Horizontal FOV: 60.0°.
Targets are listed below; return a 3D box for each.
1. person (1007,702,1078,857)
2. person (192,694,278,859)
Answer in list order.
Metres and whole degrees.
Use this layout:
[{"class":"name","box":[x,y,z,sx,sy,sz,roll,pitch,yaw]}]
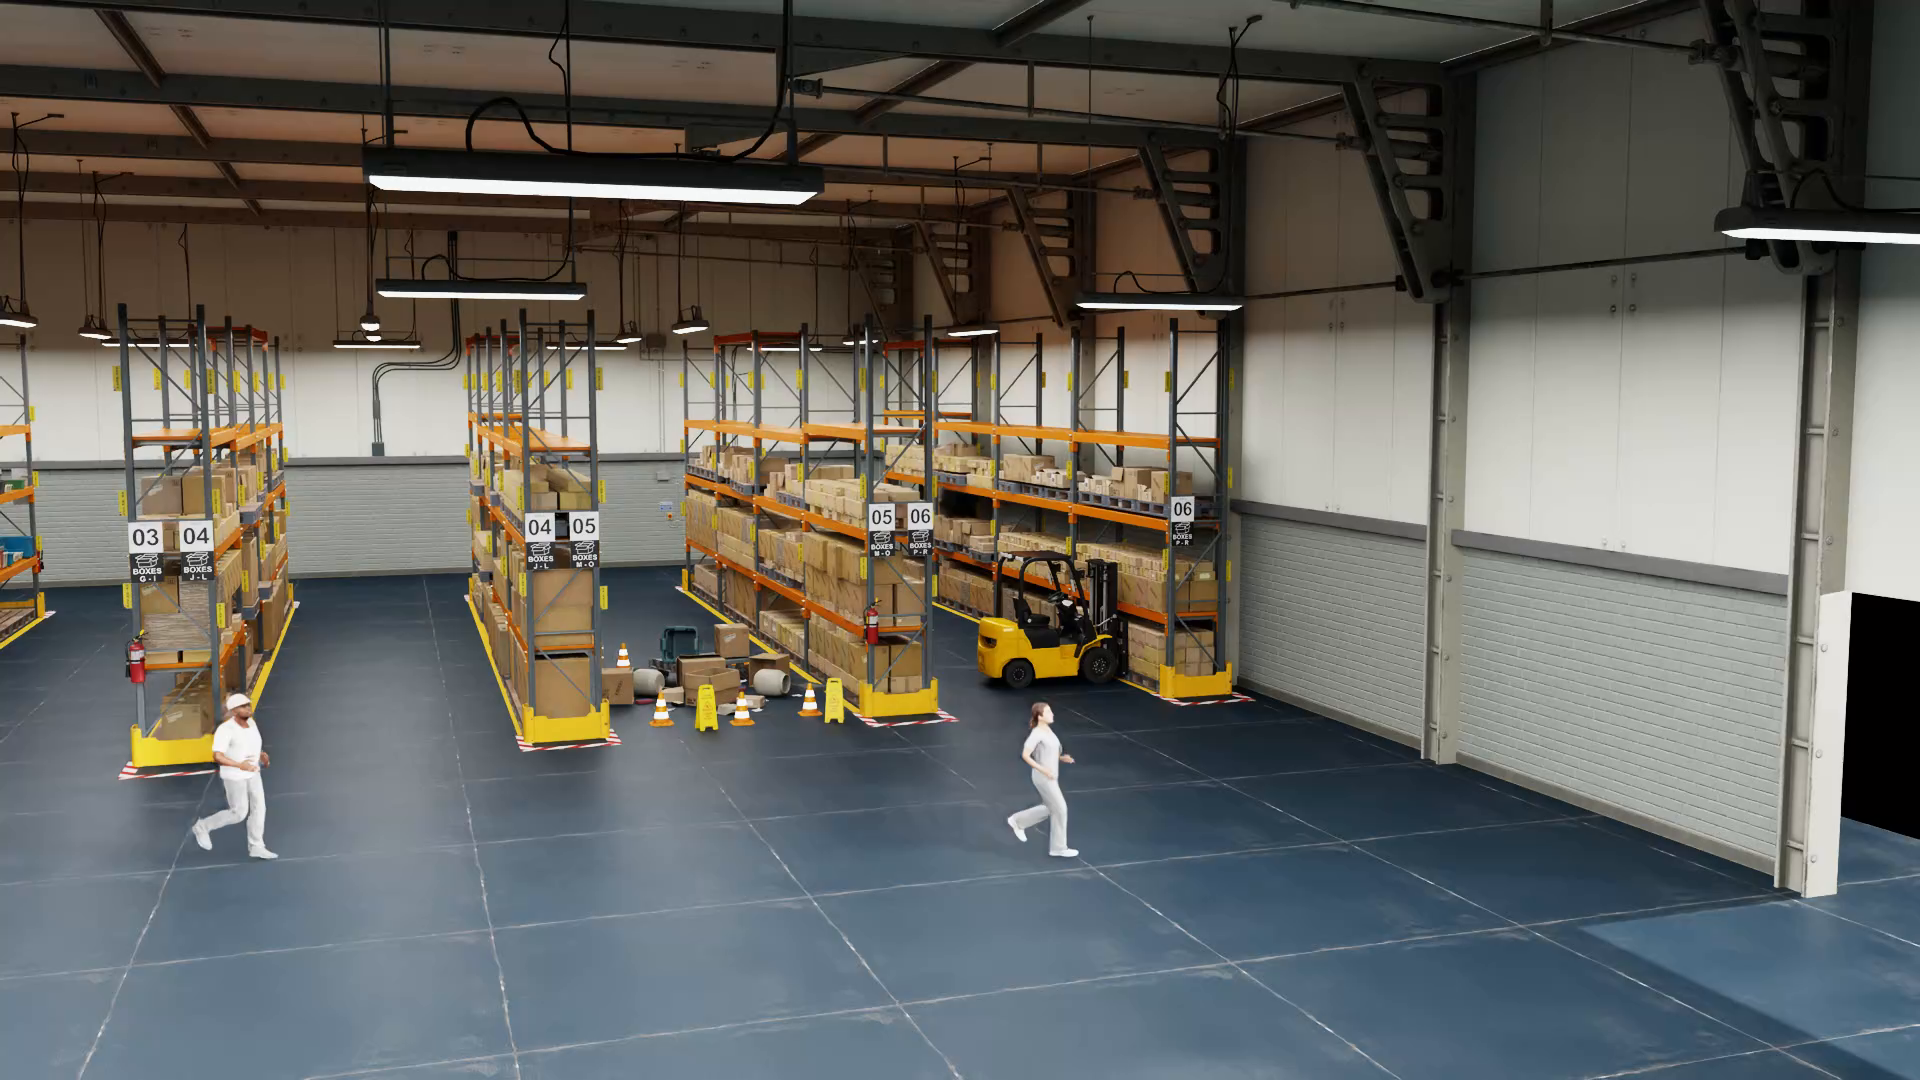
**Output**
[{"class":"person","box":[0.865,2.521,17.590,0.802,1.635,0.575,2,6,19]},{"class":"person","box":[-7.618,2.484,17.517,0.862,1.760,0.708,1,6,10]}]
